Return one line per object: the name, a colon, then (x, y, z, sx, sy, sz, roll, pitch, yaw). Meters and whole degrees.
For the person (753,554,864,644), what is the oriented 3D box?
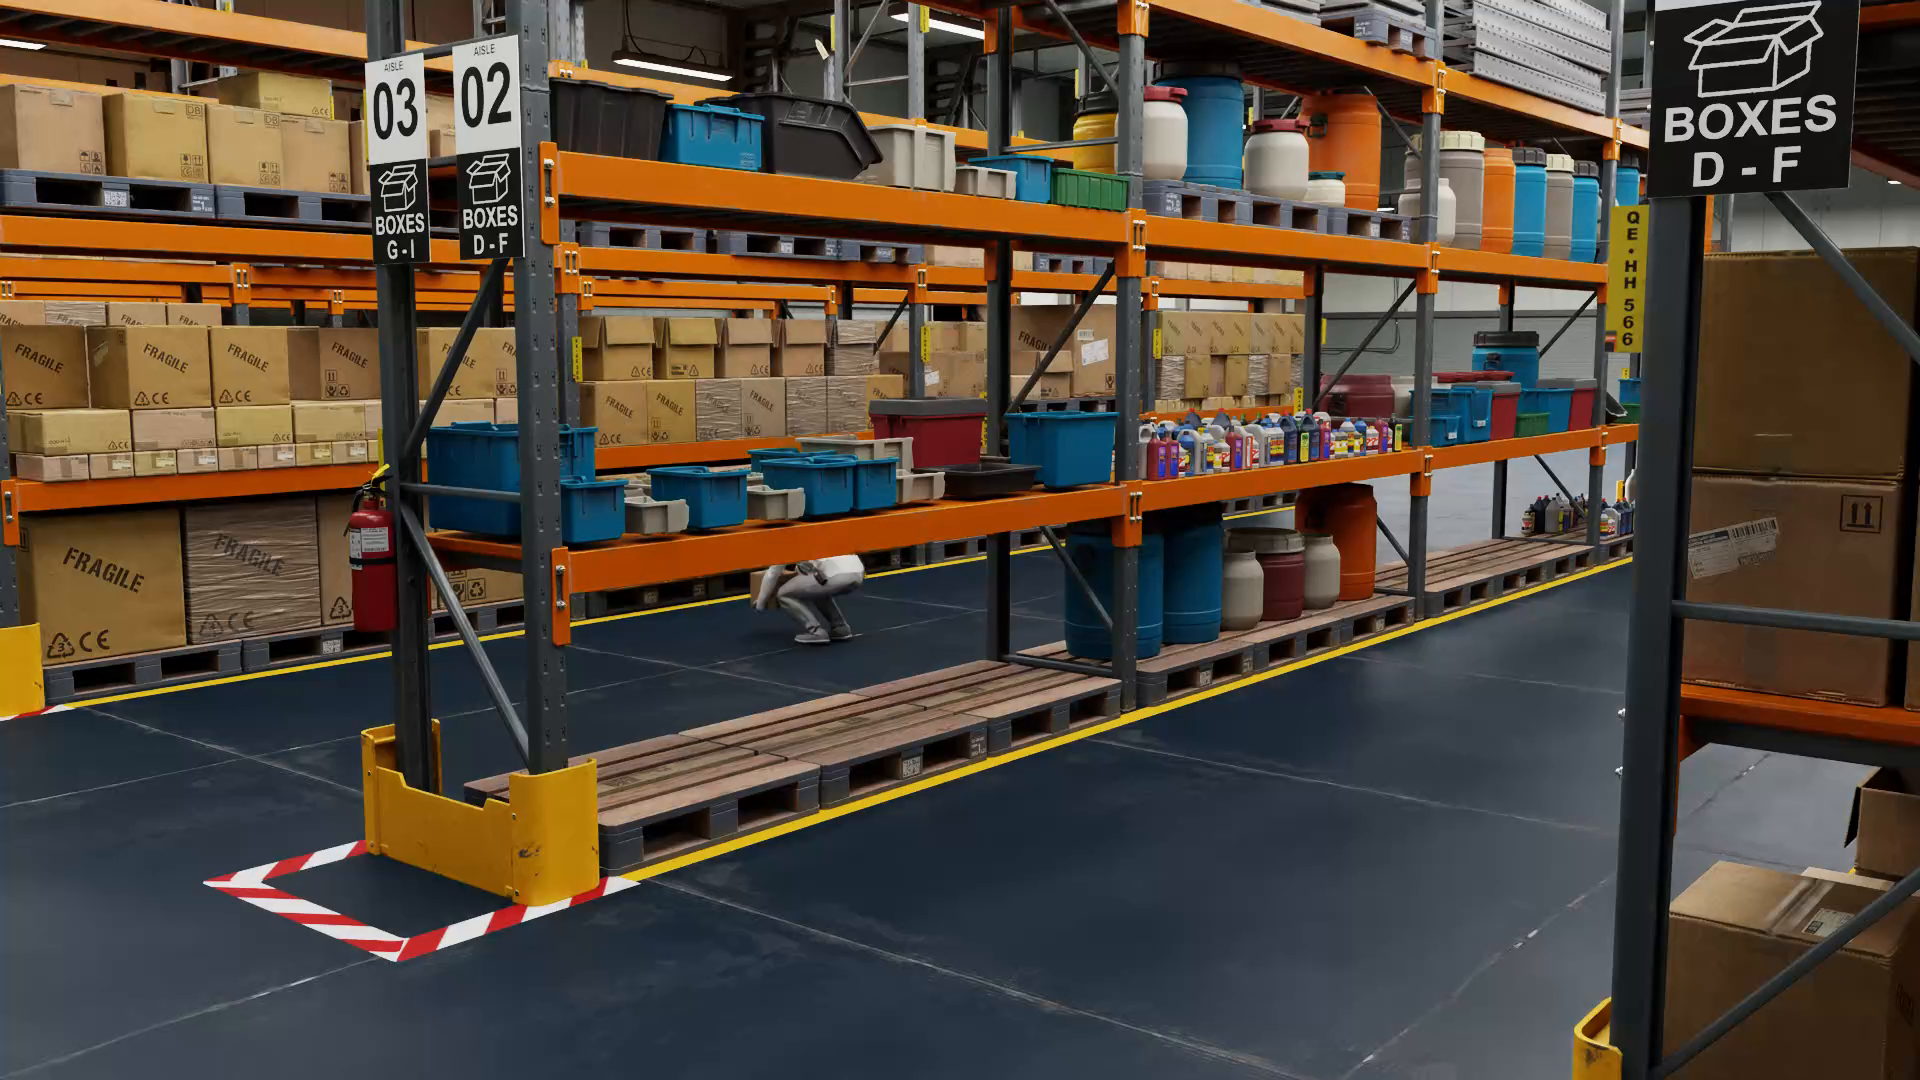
person: (-1.078, 0.228, 11.772, 0.848, 0.982, 0.463, 5, 9, 37)
